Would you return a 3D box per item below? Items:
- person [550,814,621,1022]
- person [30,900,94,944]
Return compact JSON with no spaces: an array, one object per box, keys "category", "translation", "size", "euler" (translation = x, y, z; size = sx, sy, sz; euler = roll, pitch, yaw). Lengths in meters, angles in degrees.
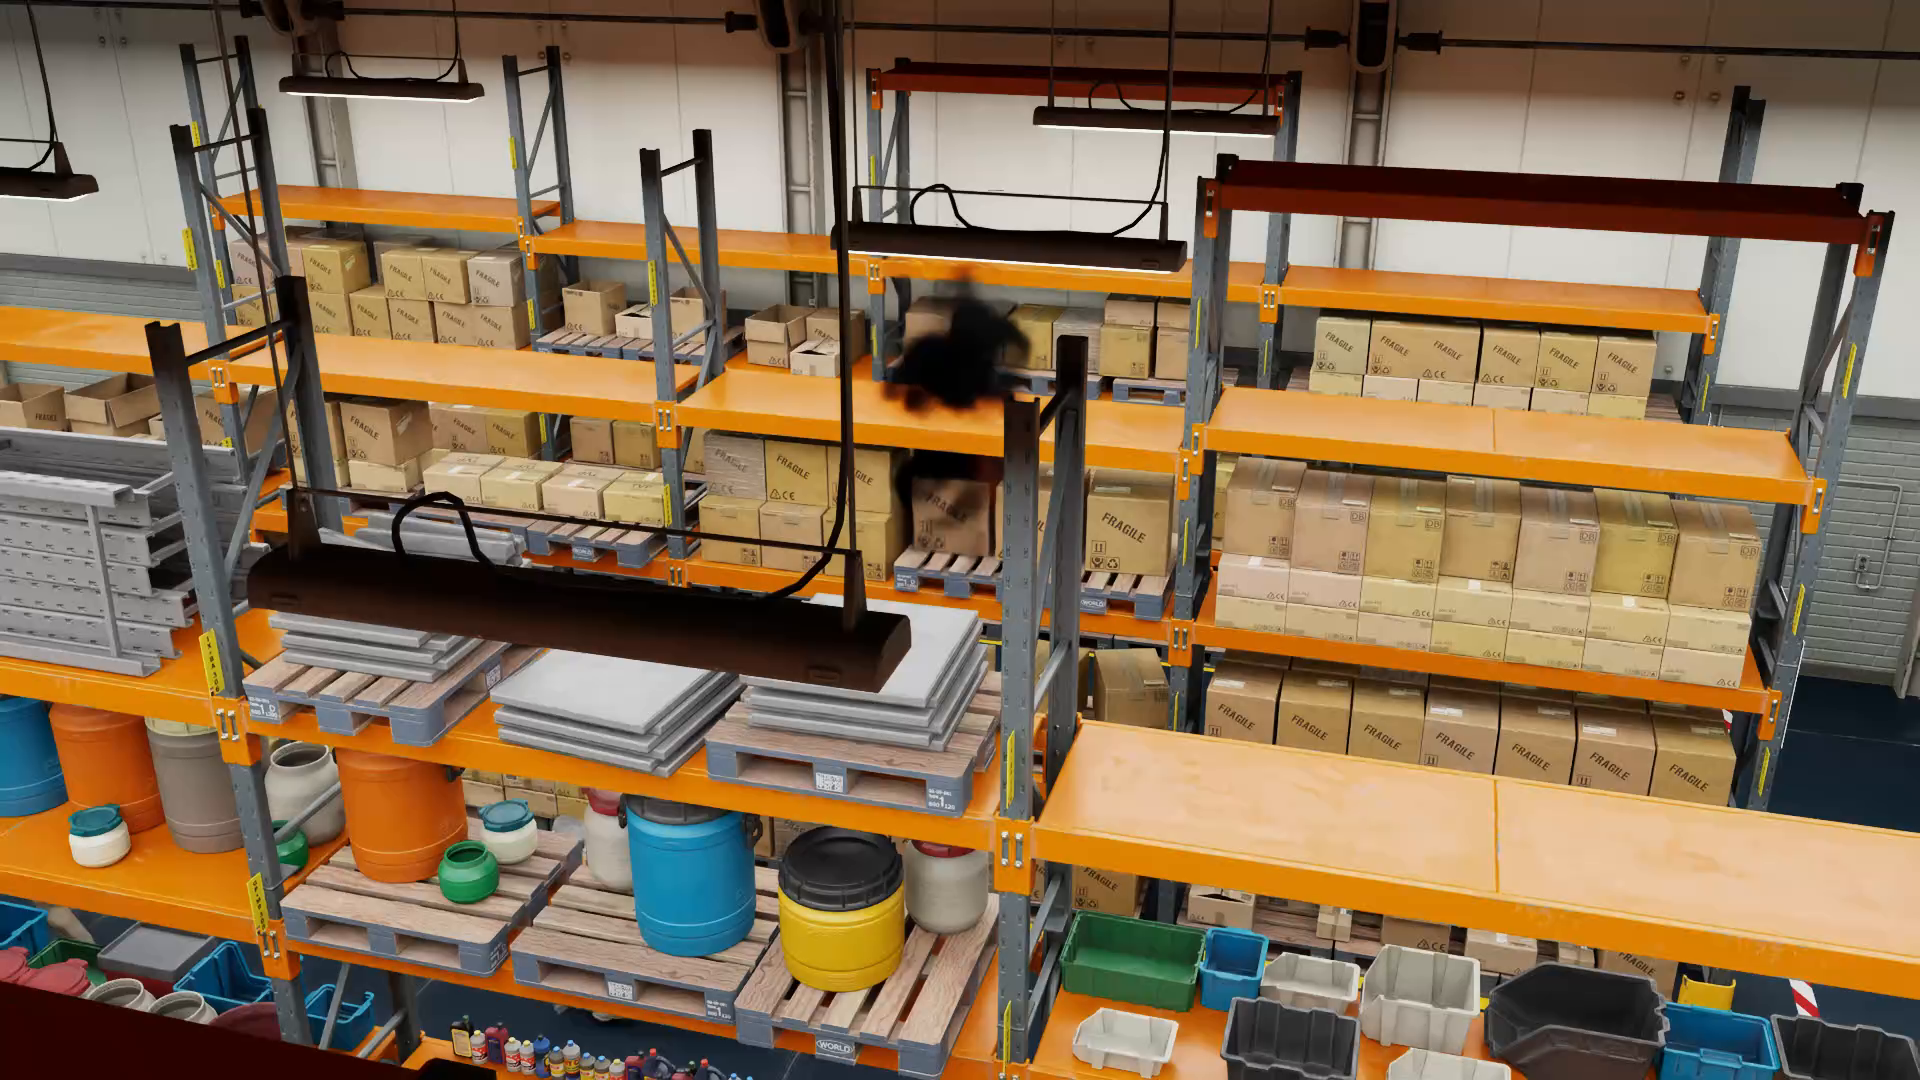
[{"category":"person","translation":[-2.786,2.753,11.971],"size":[0.719,1.737,0.576],"euler":[1,23,3]},{"category":"person","translation":[-7.028,2.469,12.656],"size":[0.764,1.785,0.647],"euler":[4,23,11]}]
